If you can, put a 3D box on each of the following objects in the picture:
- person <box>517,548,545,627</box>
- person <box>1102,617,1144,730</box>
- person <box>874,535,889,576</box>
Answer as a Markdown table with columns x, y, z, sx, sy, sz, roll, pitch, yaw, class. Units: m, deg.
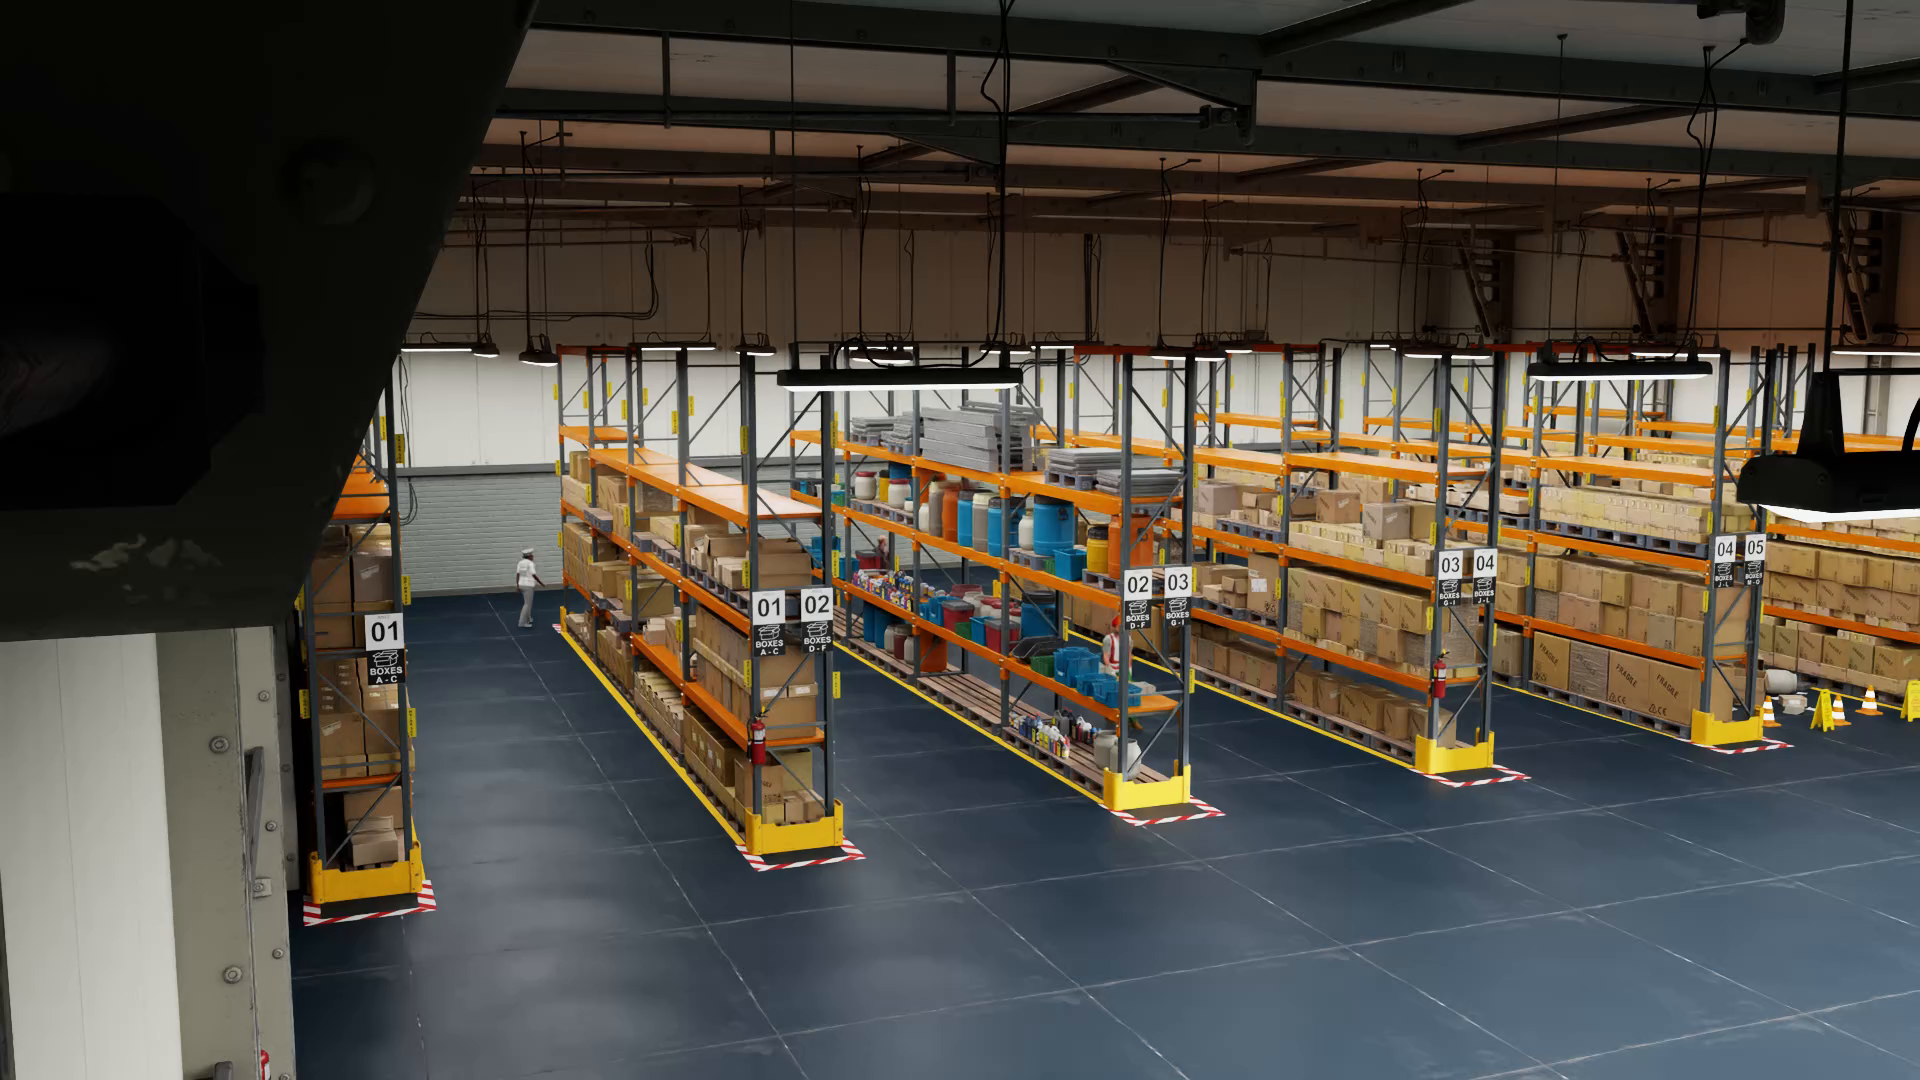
| x | y | z | sx | sy | sz | roll | pitch | yaw | class |
| --- | --- | --- | --- | --- | --- | --- | --- | --- | --- |
| -9.257 | 1.005 | 35.512 | 0.562 | 1.650 | 0.690 | 6 | 9 | 39 | person |
| 2.539 | 2.089 | 26.370 | 0.547 | 1.744 | 0.917 | -2 | 7 | -13 | person |
| -1.739 | 0.875 | 36.801 | 0.561 | 1.583 | 0.626 | -5 | 9 | -32 | person |
